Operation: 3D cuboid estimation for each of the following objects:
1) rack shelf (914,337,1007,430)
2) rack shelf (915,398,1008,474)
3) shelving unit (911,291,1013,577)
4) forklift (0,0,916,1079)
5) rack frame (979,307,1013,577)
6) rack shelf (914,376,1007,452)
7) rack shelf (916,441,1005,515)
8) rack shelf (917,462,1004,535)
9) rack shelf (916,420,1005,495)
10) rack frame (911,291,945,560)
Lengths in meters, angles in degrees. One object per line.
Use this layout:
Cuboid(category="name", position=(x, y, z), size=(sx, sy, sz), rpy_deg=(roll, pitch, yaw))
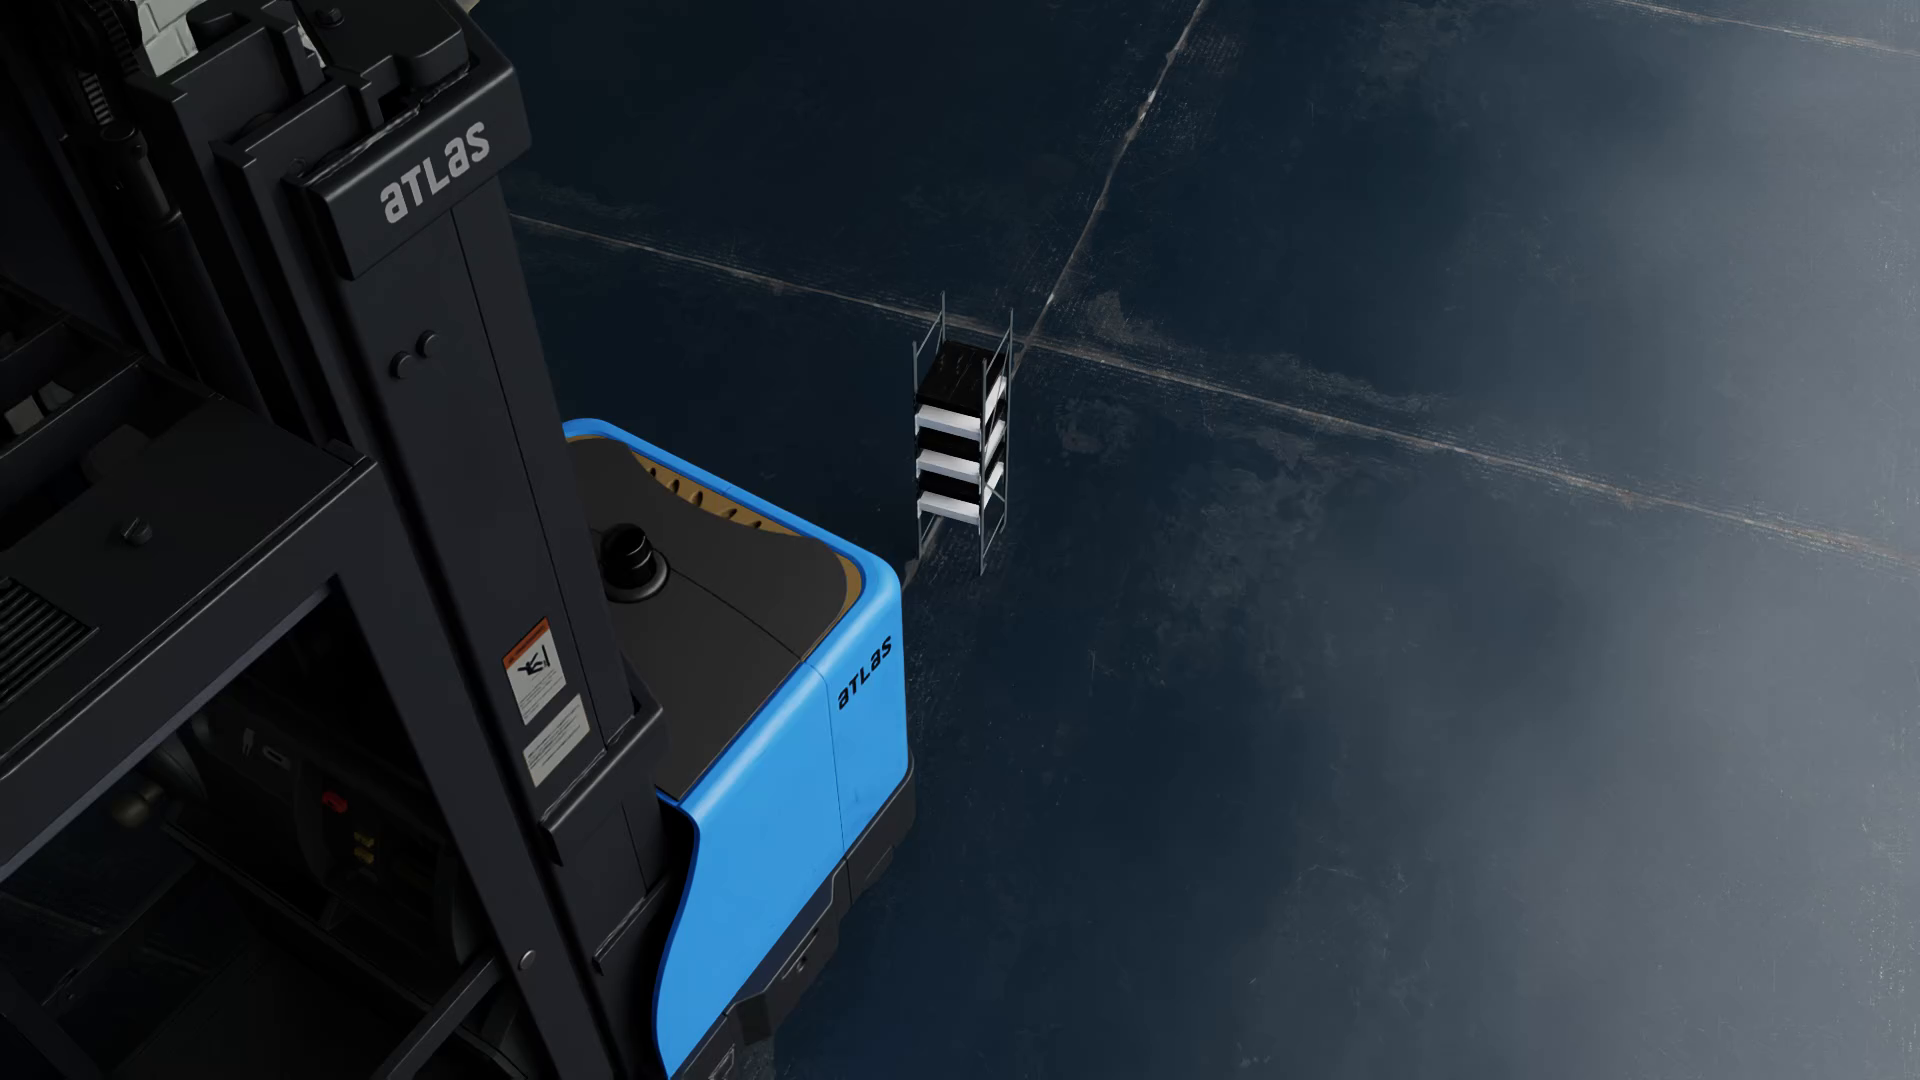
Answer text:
Cuboid(category="rack shelf", position=(0.008, -0.448, 4.729), size=(0.200, 0.077, 0.258), rpy_deg=(16, 51, 13))
Cuboid(category="rack shelf", position=(0.008, -0.330, 4.865), size=(0.200, 0.077, 0.258), rpy_deg=(16, 51, 13))
Cuboid(category="shelving unit", position=(0.008, -0.293, 4.908), size=(0.210, 0.900, 0.258), rpy_deg=(16, 51, 13))
Cuboid(category="forklift", position=(-1.335, 0.552, 2.832), size=(1.130, 2.935, 3.031), rpy_deg=(26, 54, 21))
Cuboid(category="rack frame", position=(0.103, -0.266, 4.885), size=(0.006, 0.900, 0.240), rpy_deg=(16, 51, 13))
Cuboid(category="rack shelf", position=(0.008, -0.389, 4.797), size=(0.200, 0.077, 0.258), rpy_deg=(16, 51, 13))
Cuboid(category="rack shelf", position=(0.008, -0.212, 5.001), size=(0.200, 0.077, 0.258), rpy_deg=(16, 51, 13))
Cuboid(category="rack shelf", position=(0.008, -0.153, 5.069), size=(0.200, 0.077, 0.258), rpy_deg=(16, 51, 13))
Cuboid(category="rack shelf", position=(0.008, -0.271, 4.933), size=(0.200, 0.077, 0.258), rpy_deg=(16, 51, 13))
Cuboid(category="rack frame", position=(-0.088, -0.319, 4.931), size=(0.006, 0.900, 0.240), rpy_deg=(16, 51, 13))
